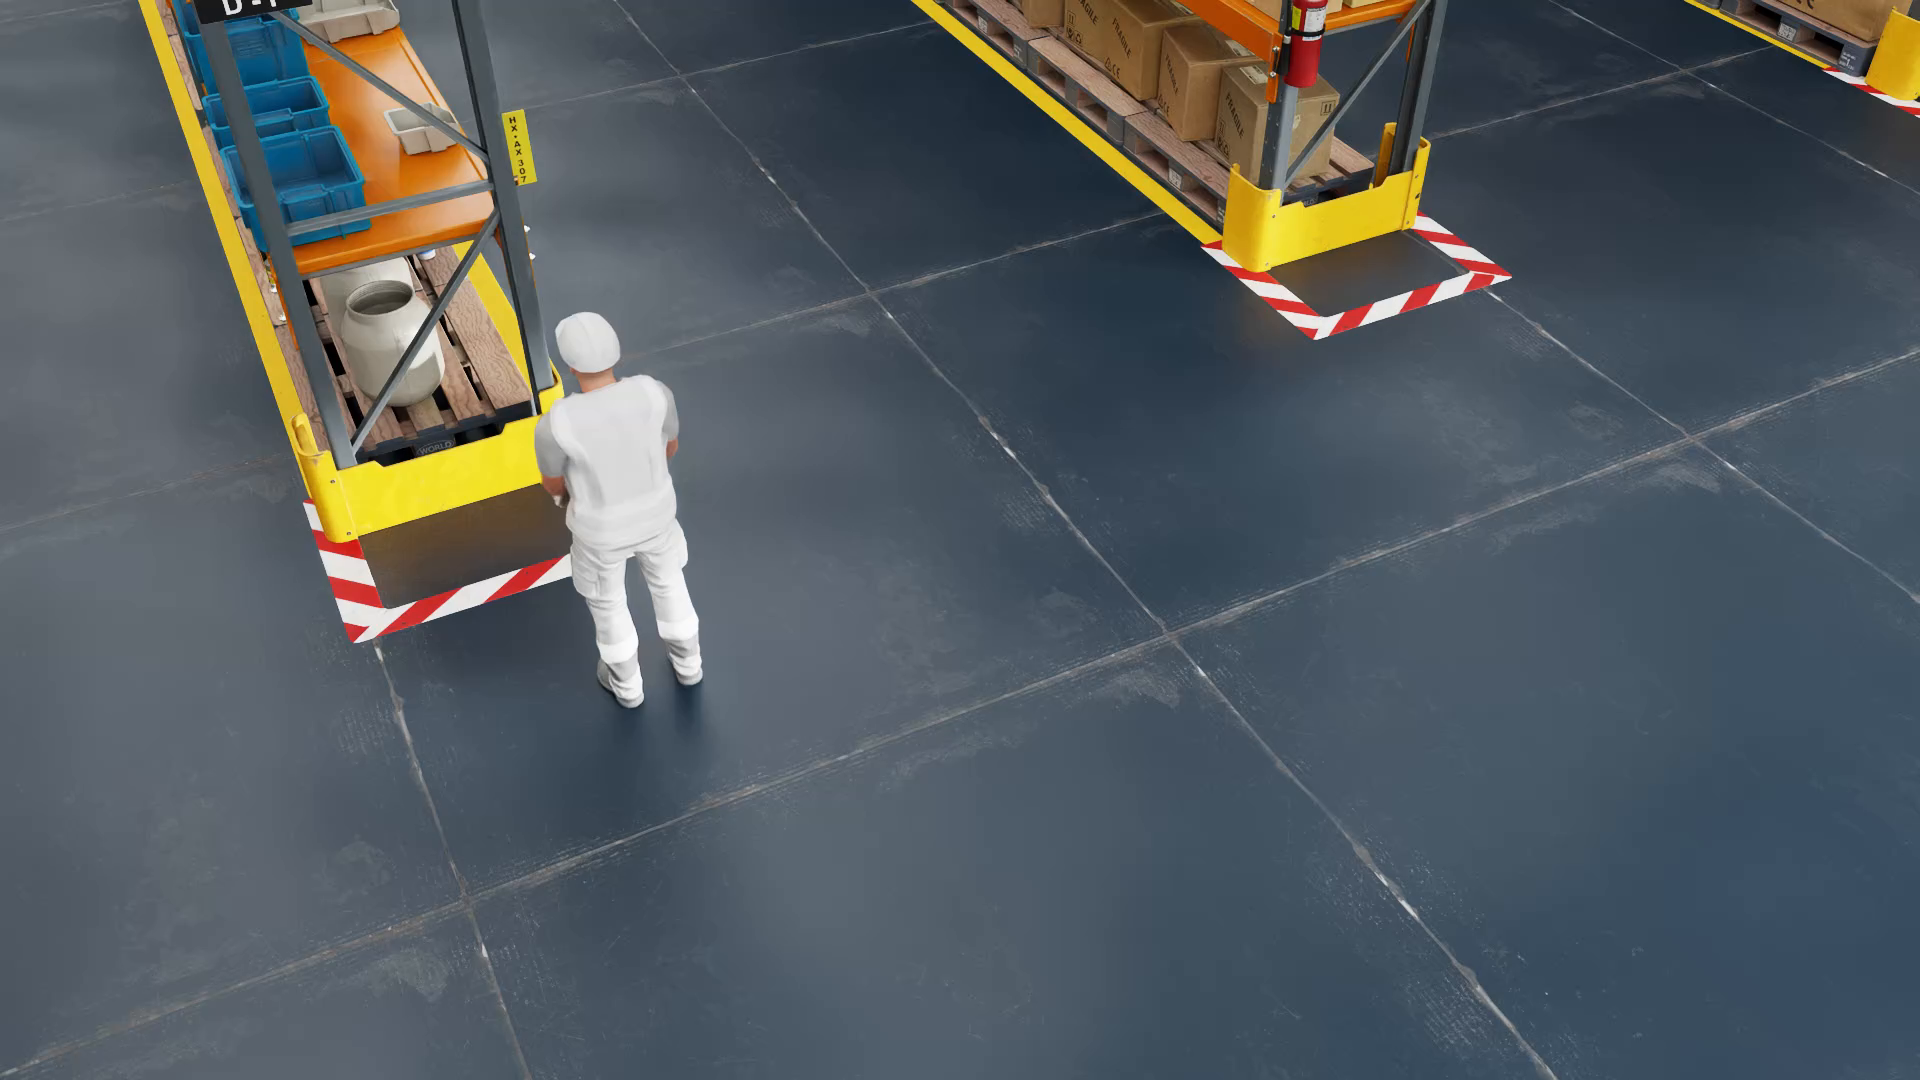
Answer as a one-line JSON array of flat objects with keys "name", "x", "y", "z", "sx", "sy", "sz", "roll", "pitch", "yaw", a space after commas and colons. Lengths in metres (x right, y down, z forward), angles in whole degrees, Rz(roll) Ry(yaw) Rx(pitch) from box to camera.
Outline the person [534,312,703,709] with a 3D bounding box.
[{"name": "person", "x": -1.301, "y": -0.121, "z": 6.276, "sx": 0.529, "sy": 1.794, "sz": 0.498, "roll": -19, "pitch": 44, "yaw": -21}]
